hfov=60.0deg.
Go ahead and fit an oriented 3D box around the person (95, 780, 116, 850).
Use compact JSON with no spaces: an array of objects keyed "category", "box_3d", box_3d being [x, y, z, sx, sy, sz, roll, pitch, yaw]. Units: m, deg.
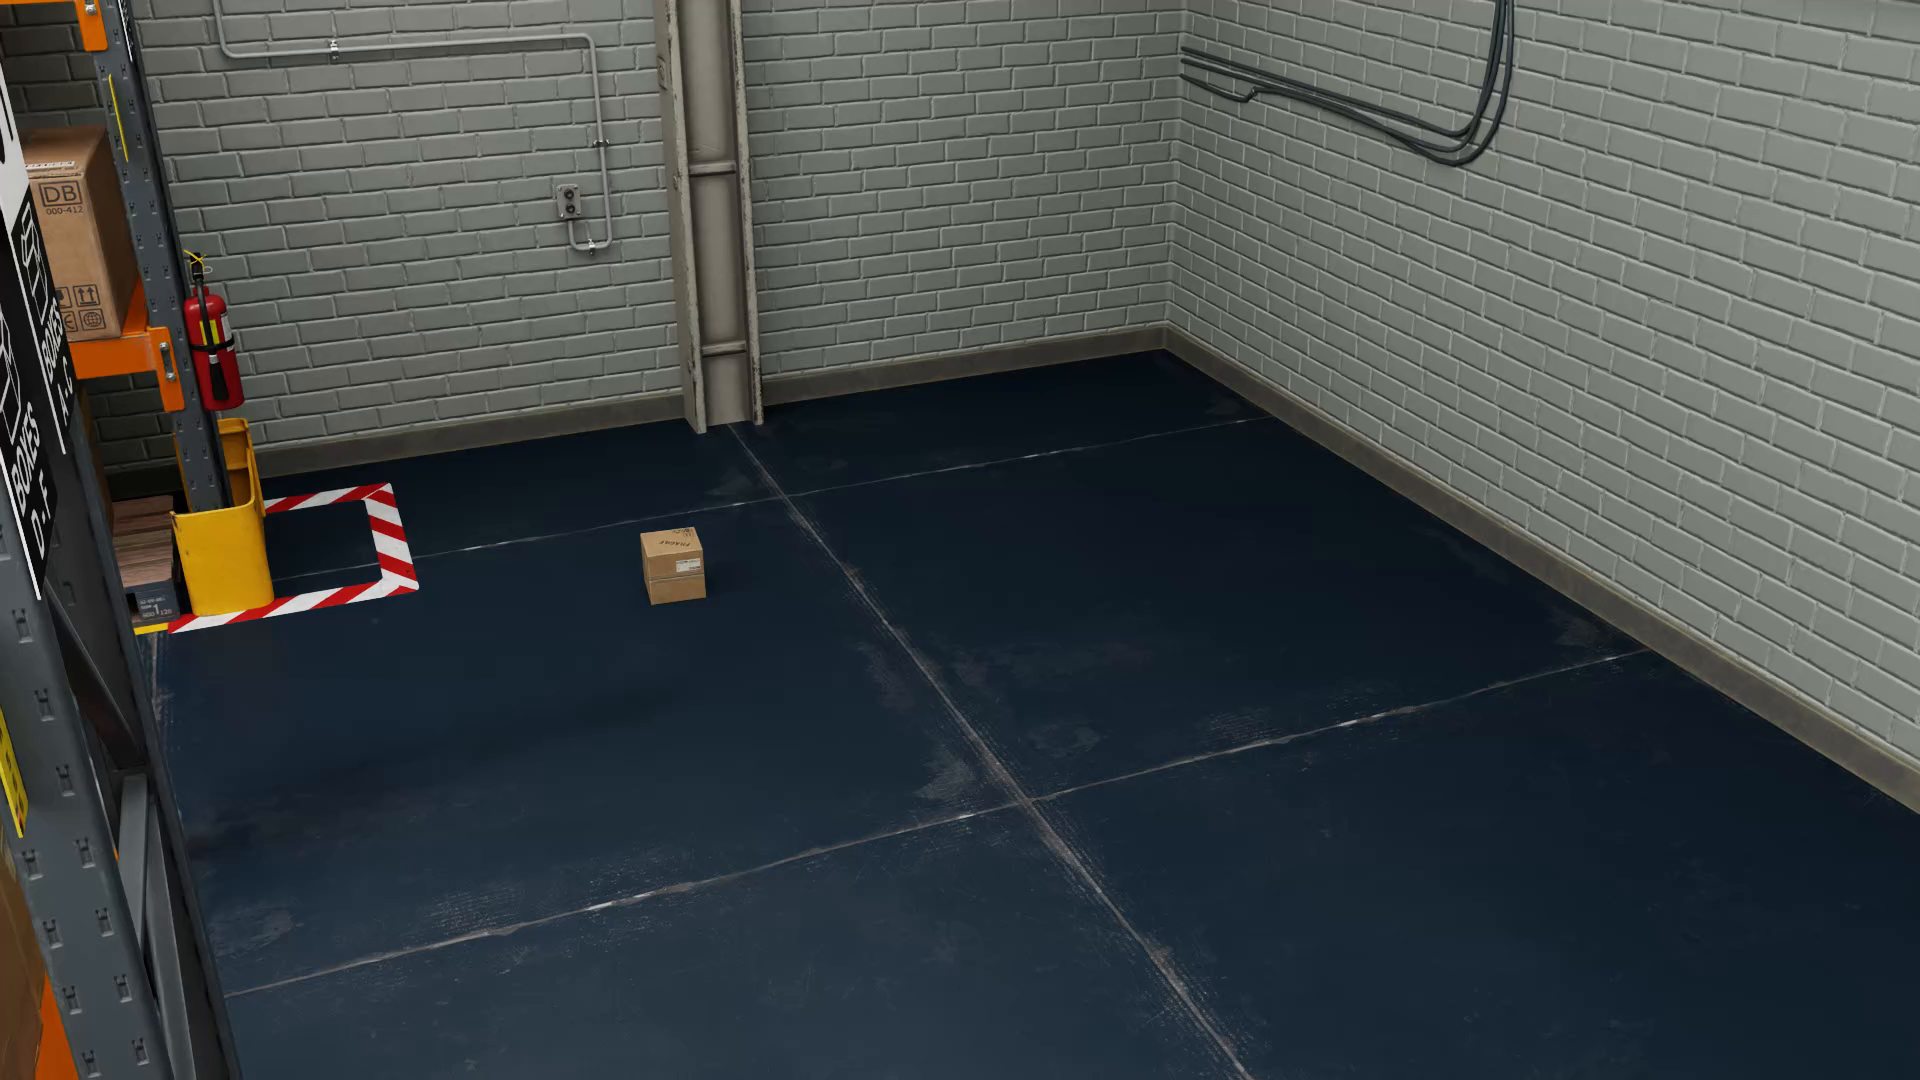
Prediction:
[{"category":"person","box_3d":[-3.222,0.448,5.186,1.043,1.741,0.614,-20,32,-35]}]
